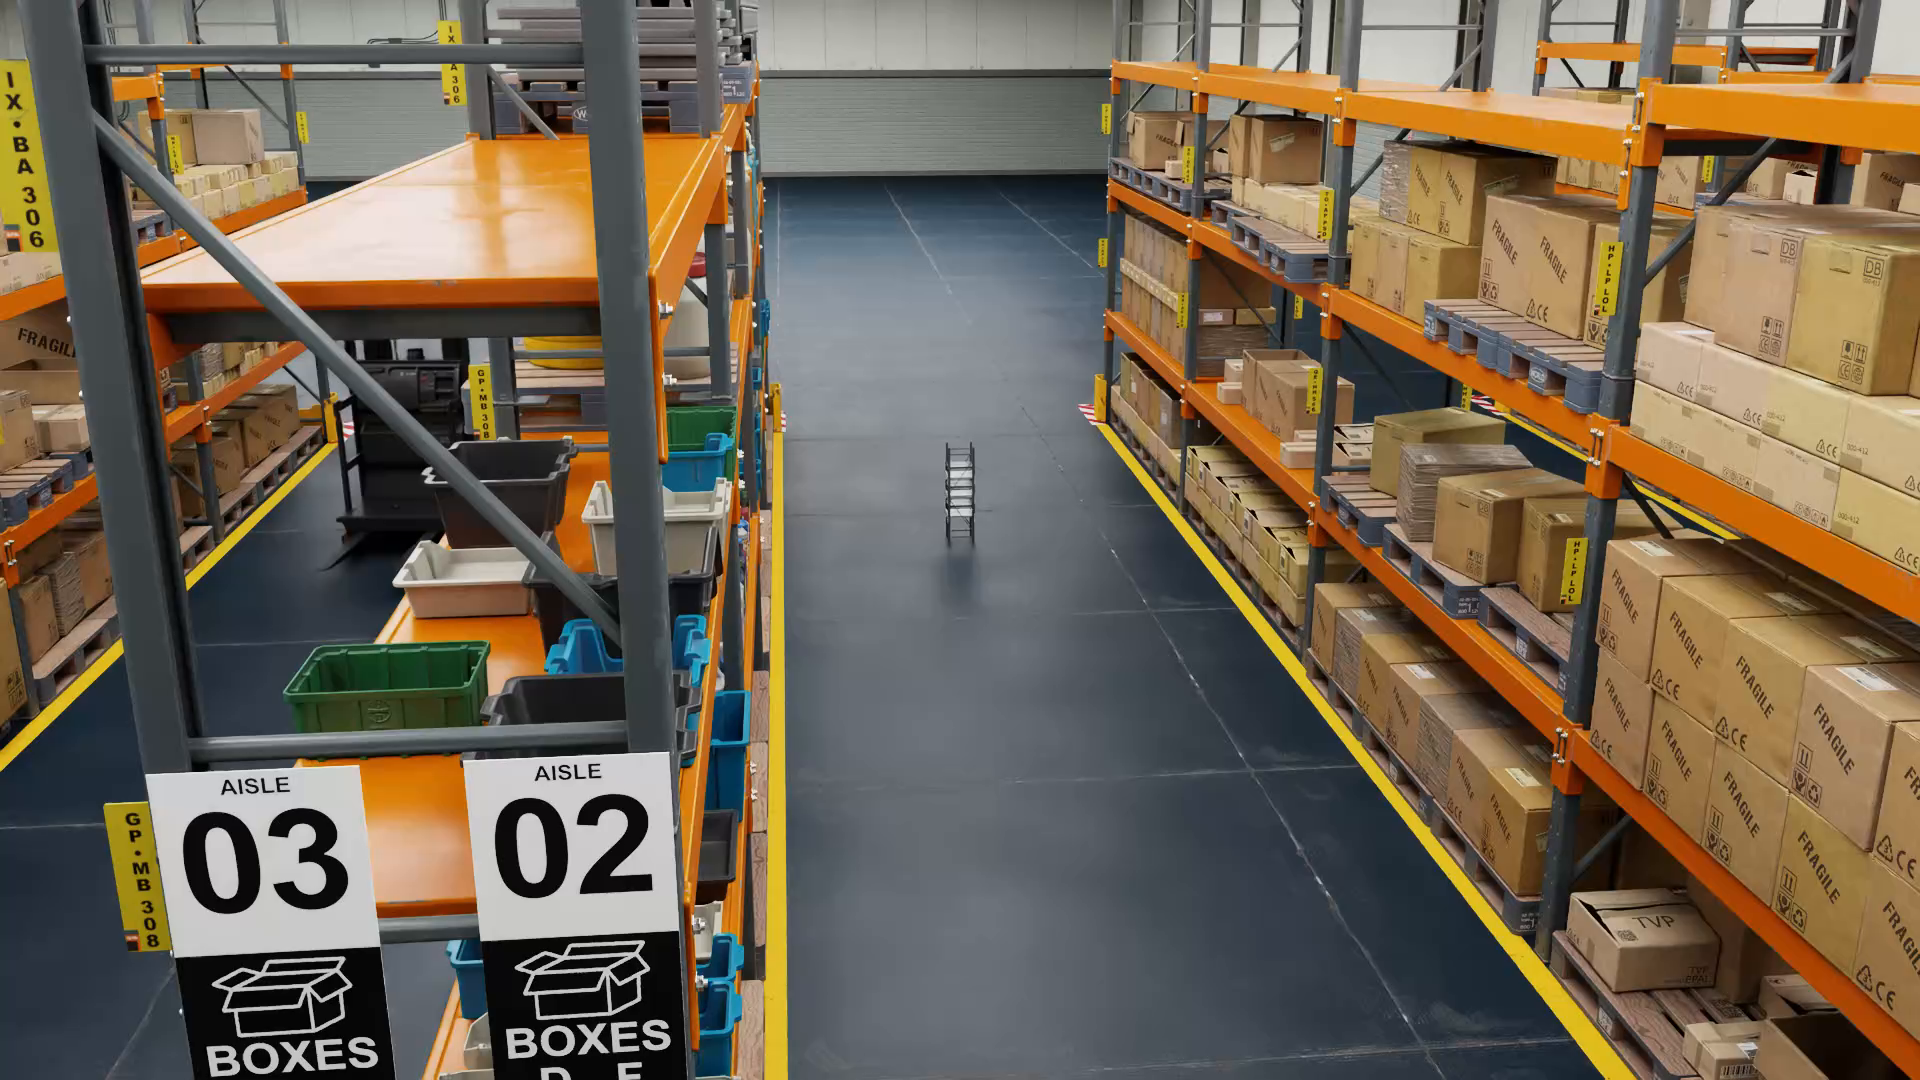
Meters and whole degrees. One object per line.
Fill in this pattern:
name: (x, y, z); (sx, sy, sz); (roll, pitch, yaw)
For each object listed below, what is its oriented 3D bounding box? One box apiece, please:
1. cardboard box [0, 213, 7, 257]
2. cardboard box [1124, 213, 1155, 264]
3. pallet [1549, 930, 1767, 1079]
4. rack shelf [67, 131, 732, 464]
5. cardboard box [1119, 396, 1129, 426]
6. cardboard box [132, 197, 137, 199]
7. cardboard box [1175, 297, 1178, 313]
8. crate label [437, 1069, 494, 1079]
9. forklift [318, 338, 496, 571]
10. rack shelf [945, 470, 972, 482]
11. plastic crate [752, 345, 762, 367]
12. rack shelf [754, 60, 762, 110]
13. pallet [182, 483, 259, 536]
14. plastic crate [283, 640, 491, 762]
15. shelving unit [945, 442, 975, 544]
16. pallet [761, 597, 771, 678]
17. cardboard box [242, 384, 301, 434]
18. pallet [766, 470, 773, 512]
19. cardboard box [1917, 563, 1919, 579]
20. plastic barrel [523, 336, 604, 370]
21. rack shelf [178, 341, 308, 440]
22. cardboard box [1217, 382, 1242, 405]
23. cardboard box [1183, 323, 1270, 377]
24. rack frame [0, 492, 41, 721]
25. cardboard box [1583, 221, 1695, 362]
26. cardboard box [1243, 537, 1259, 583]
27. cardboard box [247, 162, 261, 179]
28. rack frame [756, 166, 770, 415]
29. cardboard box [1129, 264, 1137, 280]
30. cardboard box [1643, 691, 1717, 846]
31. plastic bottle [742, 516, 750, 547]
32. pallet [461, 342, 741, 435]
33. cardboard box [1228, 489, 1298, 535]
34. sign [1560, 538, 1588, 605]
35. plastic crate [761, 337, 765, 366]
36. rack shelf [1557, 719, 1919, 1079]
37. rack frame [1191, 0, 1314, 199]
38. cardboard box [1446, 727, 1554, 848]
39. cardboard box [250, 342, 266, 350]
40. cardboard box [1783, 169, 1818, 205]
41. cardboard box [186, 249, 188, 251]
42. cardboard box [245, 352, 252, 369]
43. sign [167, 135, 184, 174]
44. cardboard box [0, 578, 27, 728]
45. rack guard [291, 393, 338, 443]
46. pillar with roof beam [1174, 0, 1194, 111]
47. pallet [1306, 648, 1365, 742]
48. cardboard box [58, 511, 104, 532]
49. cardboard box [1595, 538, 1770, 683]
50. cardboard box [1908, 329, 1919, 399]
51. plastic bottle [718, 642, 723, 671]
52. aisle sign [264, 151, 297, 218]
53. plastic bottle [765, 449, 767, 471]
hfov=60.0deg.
cardboard box: (-6.614, -2.069, 10.824); (0.500, 0.500, 0.500); (-2, 18, -5)
cardboard box: (2.249, -3.404, 18.752); (0.700, 0.500, 0.500); (-2, 18, -5)
pallet: (3.515, 2.218, 7.833); (1.003, 0.211, 1.213); (-2, 18, -6)
rack shelf: (-1.276, -0.898, 4.955); (1.077, 0.370, 4.000); (-2, 18, -6)
cardboard box: (2.097, -1.465, 18.799); (0.500, 0.250, 0.500); (-2, 18, -6)
cardboard box: (-7.540, -2.883, 14.668); (0.500, 0.250, 0.500); (-1, 17, -4)
cardboard box: (2.326, -2.284, 16.267); (0.380, 0.149, 0.250); (-2, 18, -7)
crate label: (-1.402, 1.717, 5.112); (0.396, 0.136, 0.243); (-2, 18, -6)
forklift: (-4.972, -1.393, 14.794); (1.130, 2.935, 3.031); (0, 17, 0)
rack shelf: (0.001, -0.567, 15.064); (0.258, 0.077, 0.200); (-2, 18, -6)
plastic crate: (-1.953, -1.444, 14.736); (0.402, 0.464, 0.583); (-2, 18, -6)
rack shelf: (-2.513, -4.473, 16.343); (1.077, 0.370, 4.000); (-2, 18, -6)
pallet: (-7.338, -0.264, 15.740); (1.003, 0.211, 1.213); (-2, 18, -6)
plastic crate: (-1.455, 0.411, 4.278); (0.450, 0.188, 0.336); (-2, 18, -6)
shelving unit: (0.001, -0.427, 15.108); (0.258, 0.900, 0.210); (-2, 18, -6)
pallet: (-1.936, 0.741, 12.536); (1.003, 0.211, 1.213); (-2, 18, -6)
cardboard box: (-7.598, -1.409, 18.201); (0.500, 0.500, 0.500); (1, 17, 5)
pallet: (-2.335, -0.420, 16.235); (1.003, 0.211, 1.213); (-2, 18, -6)
cardboard box: (3.437, 0.072, 5.255); (0.500, 0.250, 0.500); (-2, 18, -6)
plastic barrel: (-1.778, -1.152, 7.889); (0.600, 0.588, 0.600); (0, 17, 0)
rack shelf: (-7.440, -1.648, 16.694); (1.077, 0.370, 4.000); (-2, 18, -6)
cardboard box: (2.508, -1.311, 14.836); (0.380, 0.149, 0.250); (-2, 18, -6)
cardboard box: (2.568, -1.880, 16.065); (0.700, 0.500, 0.500); (-2, 18, -7)
rack frame: (-6.821, -0.204, 10.892); (1.000, 3.000, 0.127); (-2, 18, -6)
cardboard box: (3.467, -1.196, 8.010); (0.600, 0.600, 0.600); (-3, 18, -11)
cardboard box: (2.630, 0.150, 13.654); (0.500, 0.250, 0.500); (-1, 17, -4)
cardboard box: (-7.180, -3.676, 16.529); (0.380, 0.149, 0.250); (-3, 18, -8)
rack frame: (-2.720, -2.741, 18.971); (1.000, 3.000, 0.127); (-2, 18, -6)
cardboard box: (2.088, -2.973, 18.462); (0.380, 0.149, 0.250); (-2, 18, -5)
cardboard box: (3.283, 0.948, 7.056); (0.500, 0.500, 0.500); (-1, 17, -5)
plastic bottle: (-1.411, -0.051, 10.737); (0.097, 0.201, 0.097); (0, 17, 0)
pallet: (-1.660, -0.737, 7.897); (1.213, 0.211, 1.003); (-2, 18, -6)
cardboard box: (2.575, -0.268, 14.049); (0.500, 0.311, 0.500); (-1, 17, -4)
sign: (2.894, 0.149, 7.836); (0.100, 0.325, 0.005); (-2, 18, -6)
plastic crate: (-2.166, -1.861, 16.523); (0.450, 0.188, 0.662); (-2, 18, -6)
rack shelf: (3.652, 1.622, 6.277); (1.077, 0.370, 4.000); (-2, 18, -6)
rack frame: (2.620, -4.563, 14.761); (1.000, 3.000, 0.127); (-2, 18, -6)
cardboard box: (3.067, 1.380, 9.286); (0.500, 0.500, 0.500); (-2, 18, -5)
cardboard box: (-7.397, -2.168, 16.483); (0.875, 0.500, 0.500); (-2, 18, -6)
cardboard box: (7.587, -3.095, 14.540); (0.500, 0.311, 0.500); (-1, 17, -4)
cardboard box: (-7.657, -2.486, 15.828); (0.500, 0.500, 0.500); (-2, 18, -6)
cardboard box: (-7.110, -1.721, 16.143); (0.380, 0.149, 0.250); (-2, 18, -6)
sign: (-6.682, -3.280, 14.160); (0.100, 0.325, 0.005); (-2, 18, -6)
cardboard box: (-6.771, 0.816, 10.490); (1.225, 0.875, 0.875); (-3, 18, -8)
rack guard: (-7.638, -1.372, 18.786); (1.175, 0.500, 0.348); (-2, 18, -6)
pillar with roof beam: (1.310, -12.744, 40.821); (9.100, 9.000, 0.400); (-2, 18, -6)
pallet: (3.072, 1.045, 11.569); (1.003, 0.211, 1.213); (-2, 18, -6)
cardboard box: (-7.103, 0.080, 13.426); (0.700, 0.500, 0.500); (-3, 18, -10)
cardboard box: (3.214, 0.307, 7.428); (0.500, 0.500, 0.500); (-1, 17, -4)
cardboard box: (3.705, -0.683, 5.574); (0.700, 0.500, 0.500); (-2, 18, -6)
plastic bottle: (-1.188, 0.635, 8.426); (0.152, 0.276, 0.135); (-2, 18, -6)
aisle sign: (-7.354, -3.856, 18.183); (0.394, 0.787, 0.004); (-2, 18, -6)
plastic bottle: (-1.973, -0.823, 16.663); (0.061, 0.283, 0.133); (-1, 17, -3)
